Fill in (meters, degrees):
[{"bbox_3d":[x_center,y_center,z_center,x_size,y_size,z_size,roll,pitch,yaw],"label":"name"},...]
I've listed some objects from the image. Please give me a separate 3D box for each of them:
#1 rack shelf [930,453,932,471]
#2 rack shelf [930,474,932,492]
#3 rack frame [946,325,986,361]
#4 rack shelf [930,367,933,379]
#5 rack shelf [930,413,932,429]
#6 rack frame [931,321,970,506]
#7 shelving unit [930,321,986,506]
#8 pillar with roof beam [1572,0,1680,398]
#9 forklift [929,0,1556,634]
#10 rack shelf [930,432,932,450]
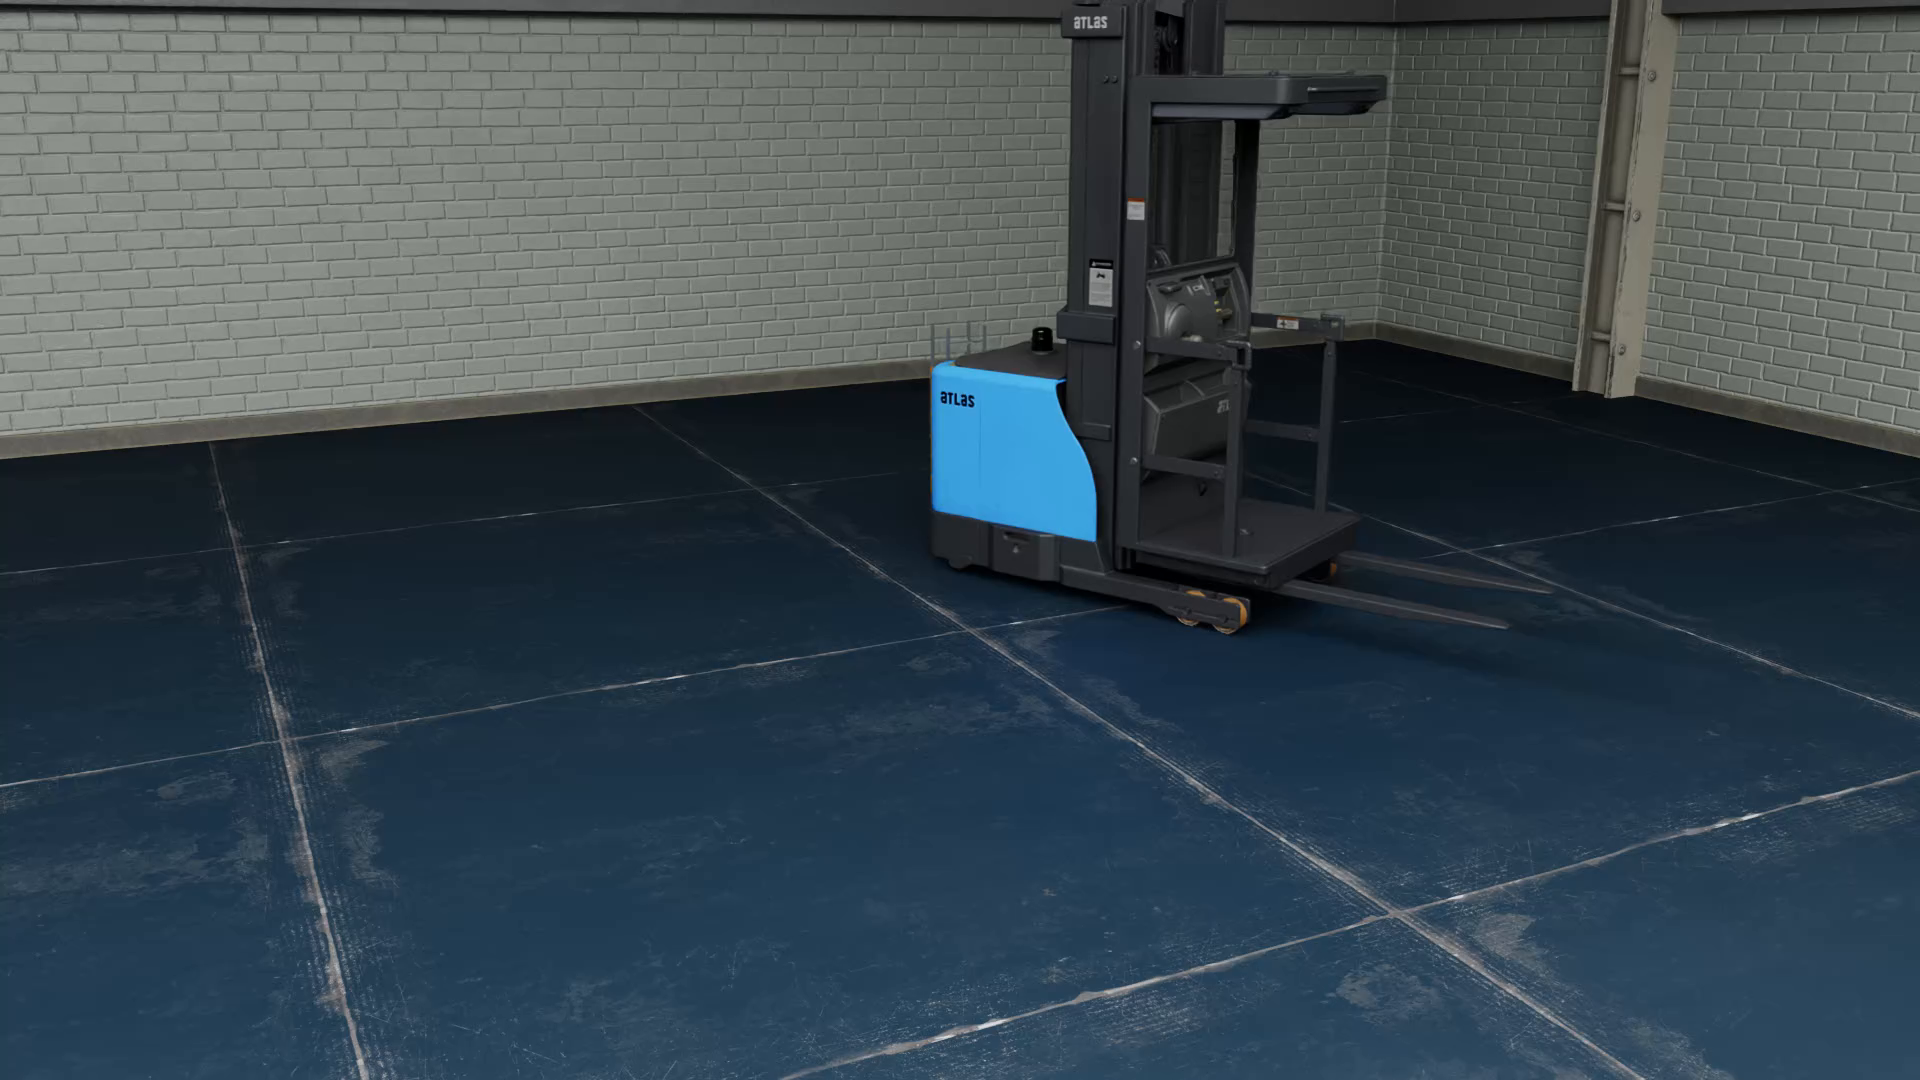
[{"bbox_3d":[-0.010,-0.423,9.145,0.258,0.103,0.180,-8,18,-27],"label":"rack shelf"},{"bbox_3d":[-0.011,-0.308,9.178,0.258,0.103,0.180,-8,18,-27],"label":"rack shelf"},{"bbox_3d":[0.033,-0.559,9.022,0.240,1.200,0.006,-8,18,-27],"label":"rack frame"},{"bbox_3d":[-0.009,-0.885,9.013,0.258,0.103,0.180,-8,18,-27],"label":"rack shelf"},{"bbox_3d":[-0.010,-0.654,9.079,0.258,0.103,0.180,-8,18,-27],"label":"rack shelf"},{"bbox_3d":[-0.053,-0.604,9.178,0.240,1.200,0.006,-8,18,-27],"label":"rack frame"},{"bbox_3d":[-0.010,-0.581,9.100,0.258,1.200,0.189,-8,18,-27],"label":"shelving unit"},{"bbox_3d":[1.315,-4.994,10.339,9.100,9.000,0.400,-8,18,-25],"label":"pillar with roof beam"},{"bbox_3d":[1.324,-1.138,7.904,3.031,2.935,1.130,12,20,35],"label":"forklift"},{"bbox_3d":[-0.010,-0.539,9.112,0.258,0.103,0.180,-8,18,-27],"label":"rack shelf"}]
